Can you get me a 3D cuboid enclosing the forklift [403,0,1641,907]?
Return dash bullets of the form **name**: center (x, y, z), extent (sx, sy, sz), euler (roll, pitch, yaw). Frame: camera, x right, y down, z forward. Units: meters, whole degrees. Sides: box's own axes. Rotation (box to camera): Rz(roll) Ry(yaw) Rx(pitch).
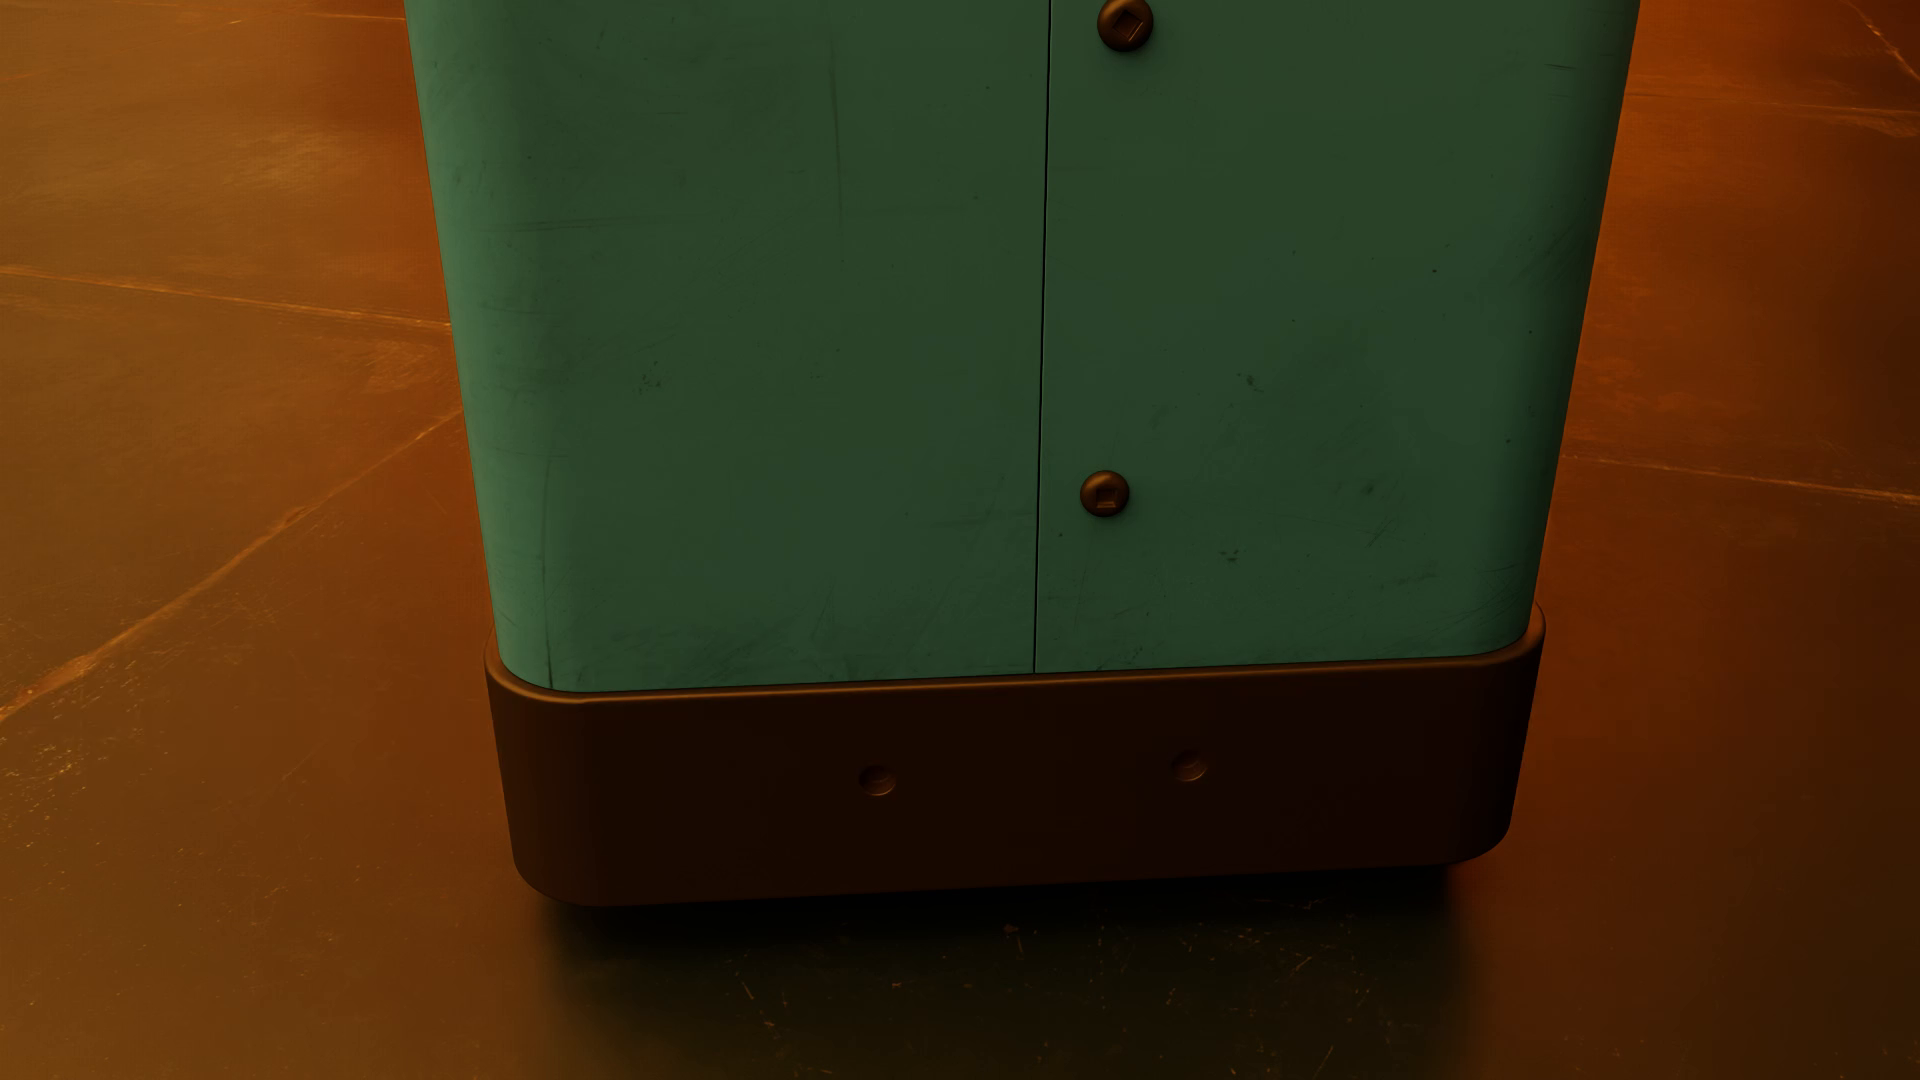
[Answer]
- **forklift**: center (-0.048, -1.581, 2.374), extent (1.130, 2.935, 3.031), euler (-2, 27, -4)
